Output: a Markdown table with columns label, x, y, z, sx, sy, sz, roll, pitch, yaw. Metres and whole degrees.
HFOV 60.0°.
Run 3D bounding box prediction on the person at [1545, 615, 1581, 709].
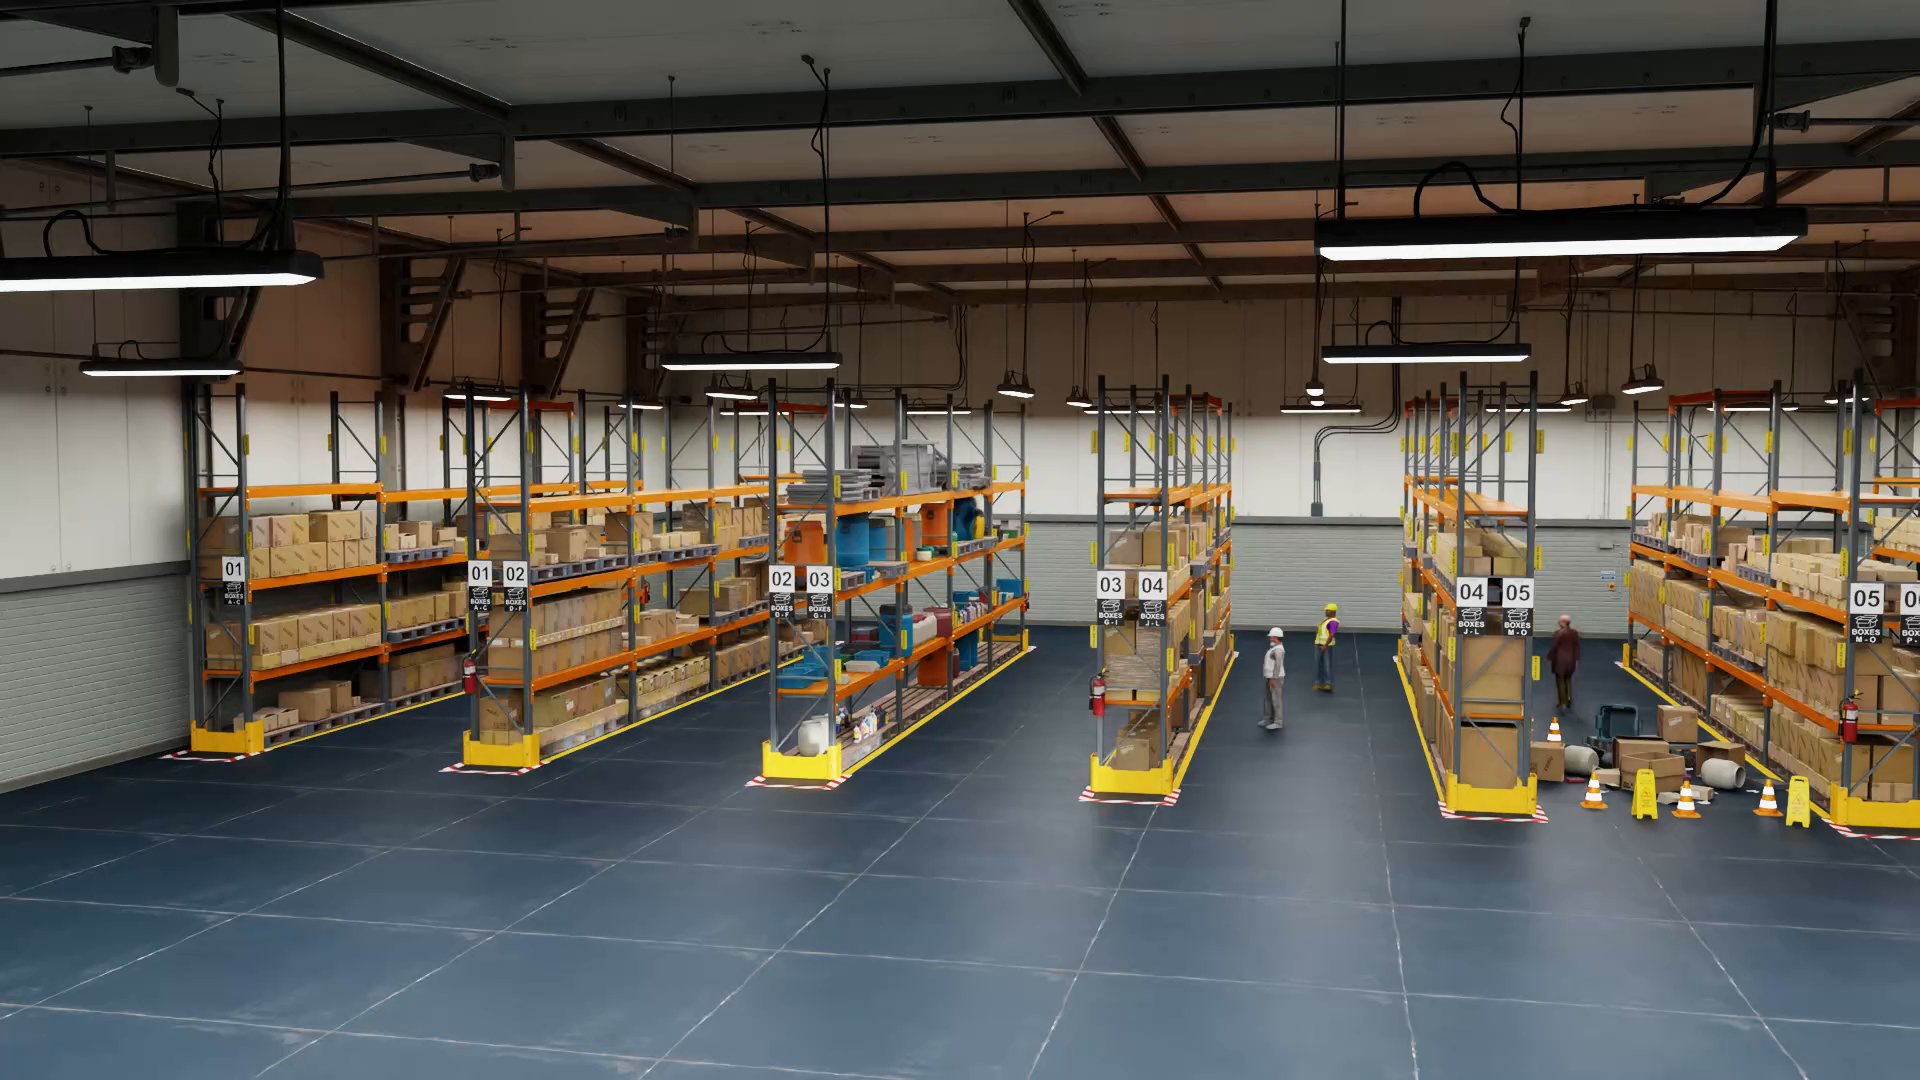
| label | x | y | z | sx | sy | sz | roll | pitch | yaw |
| --- | --- | --- | --- | --- | --- | --- | --- | --- | --- |
| person | 11.402 | 2.319 | 31.396 | 0.642 | 1.821 | 0.580 | 0 | 3 | 4 |

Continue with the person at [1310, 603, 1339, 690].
| label | x | y | z | sx | sy | sz | roll | pitch | yaw |
| --- | --- | --- | --- | --- | --- | --- | --- | --- | --- |
| person | 7.447 | 2.187 | 33.915 | 0.643 | 1.787 | 0.578 | -2 | 4 | -37 |

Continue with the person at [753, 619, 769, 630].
| label | x | y | z | sx | sy | sz | roll | pitch | yaw |
| --- | --- | --- | --- | --- | --- | --- | --- | --- | --- |
| person | -5.277 | 1.661 | 43.977 | 0.676 | 1.847 | 0.762 | 1 | 3 | 13 |

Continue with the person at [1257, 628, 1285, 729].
| label | x | y | z | sx | sy | sz | roll | pitch | yaw |
| --- | --- | --- | --- | --- | --- | --- | --- | --- | --- |
| person | 5.528 | 2.430 | 29.436 | 0.468 | 1.766 | 0.592 | 0 | 3 | -8 |
